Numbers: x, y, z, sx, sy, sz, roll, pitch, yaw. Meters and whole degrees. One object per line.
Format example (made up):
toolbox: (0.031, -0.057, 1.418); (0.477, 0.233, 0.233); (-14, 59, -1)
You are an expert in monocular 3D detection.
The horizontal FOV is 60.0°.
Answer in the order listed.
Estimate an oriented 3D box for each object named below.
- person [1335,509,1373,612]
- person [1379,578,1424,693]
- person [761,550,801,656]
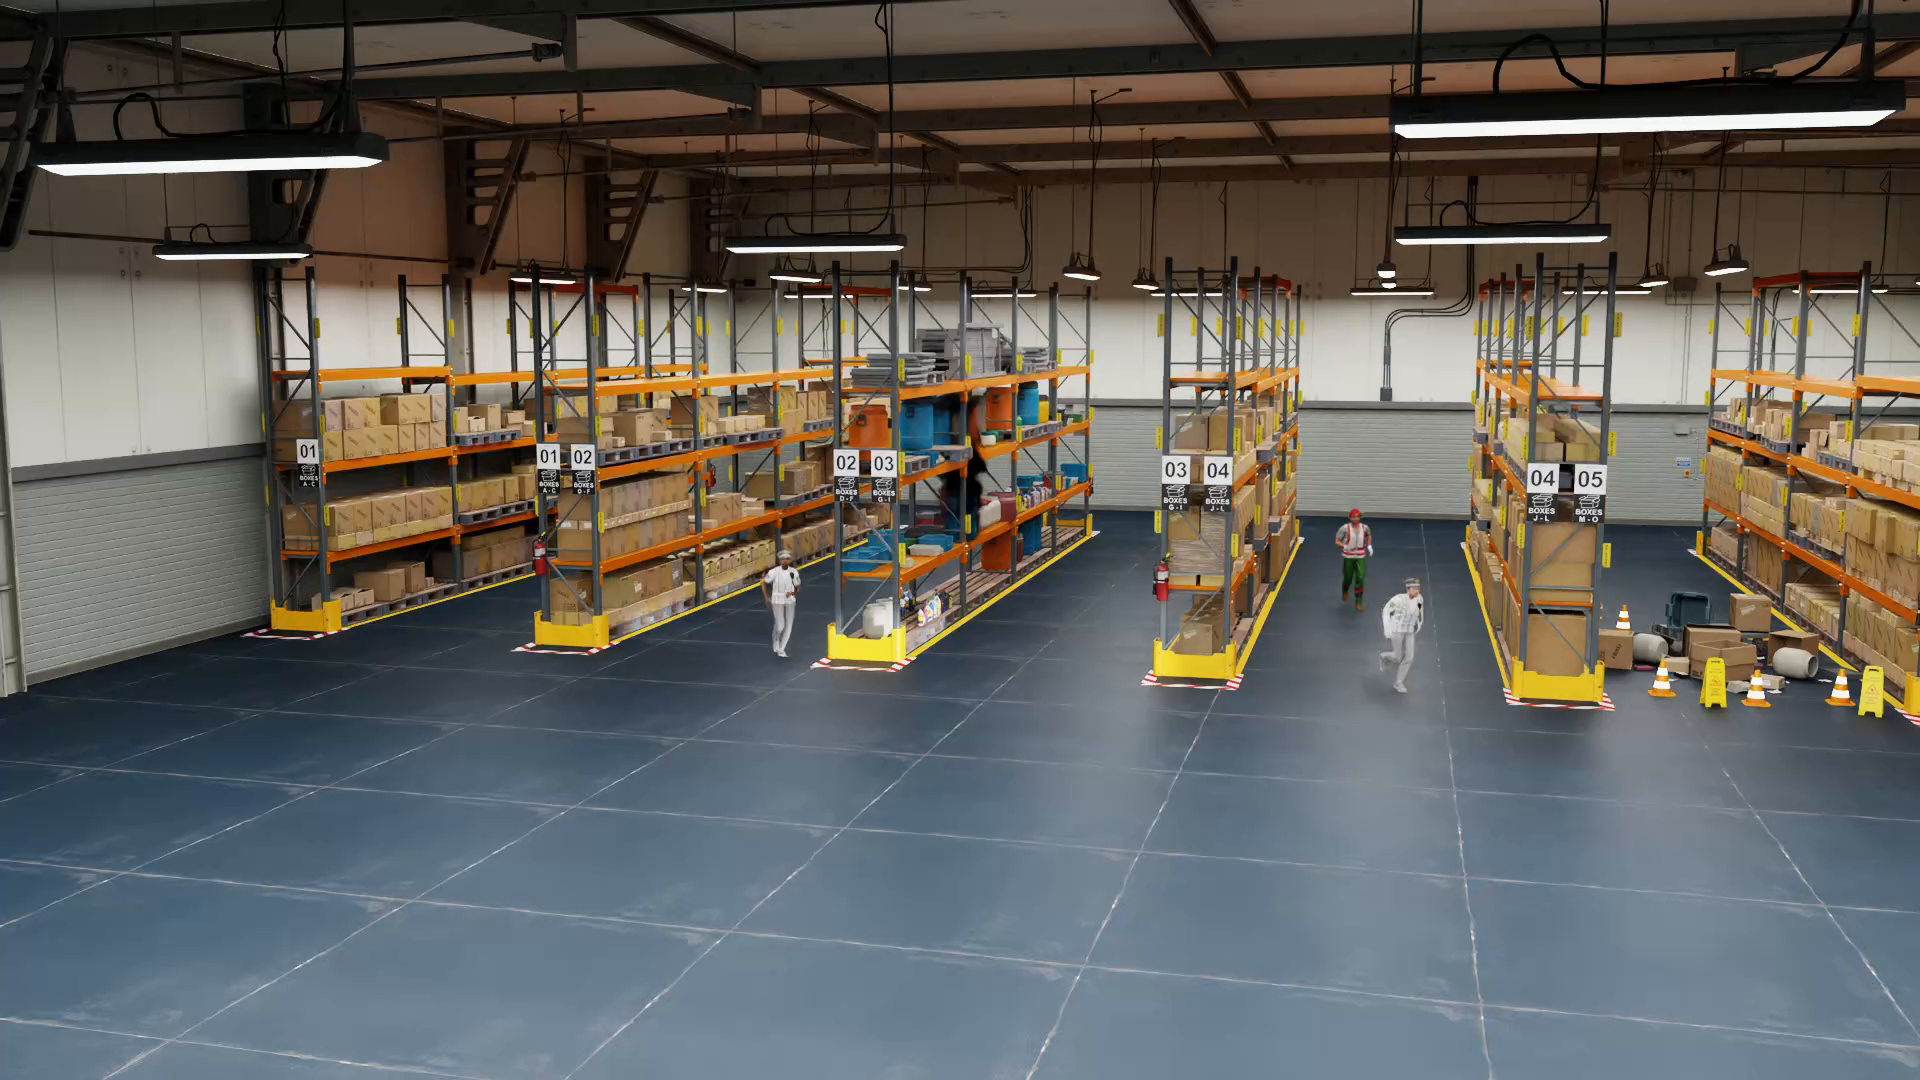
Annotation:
person: (7.059, 0.327, 29.795); (0.677, 1.796, 0.972); (0, 7, 1)
person: (6.147, 1.293, 23.218); (0.614, 1.626, 0.787); (-3, 8, -23)
person: (-2.695, 0.970, 25.385); (0.574, 1.643, 0.541); (-3, 8, -20)
